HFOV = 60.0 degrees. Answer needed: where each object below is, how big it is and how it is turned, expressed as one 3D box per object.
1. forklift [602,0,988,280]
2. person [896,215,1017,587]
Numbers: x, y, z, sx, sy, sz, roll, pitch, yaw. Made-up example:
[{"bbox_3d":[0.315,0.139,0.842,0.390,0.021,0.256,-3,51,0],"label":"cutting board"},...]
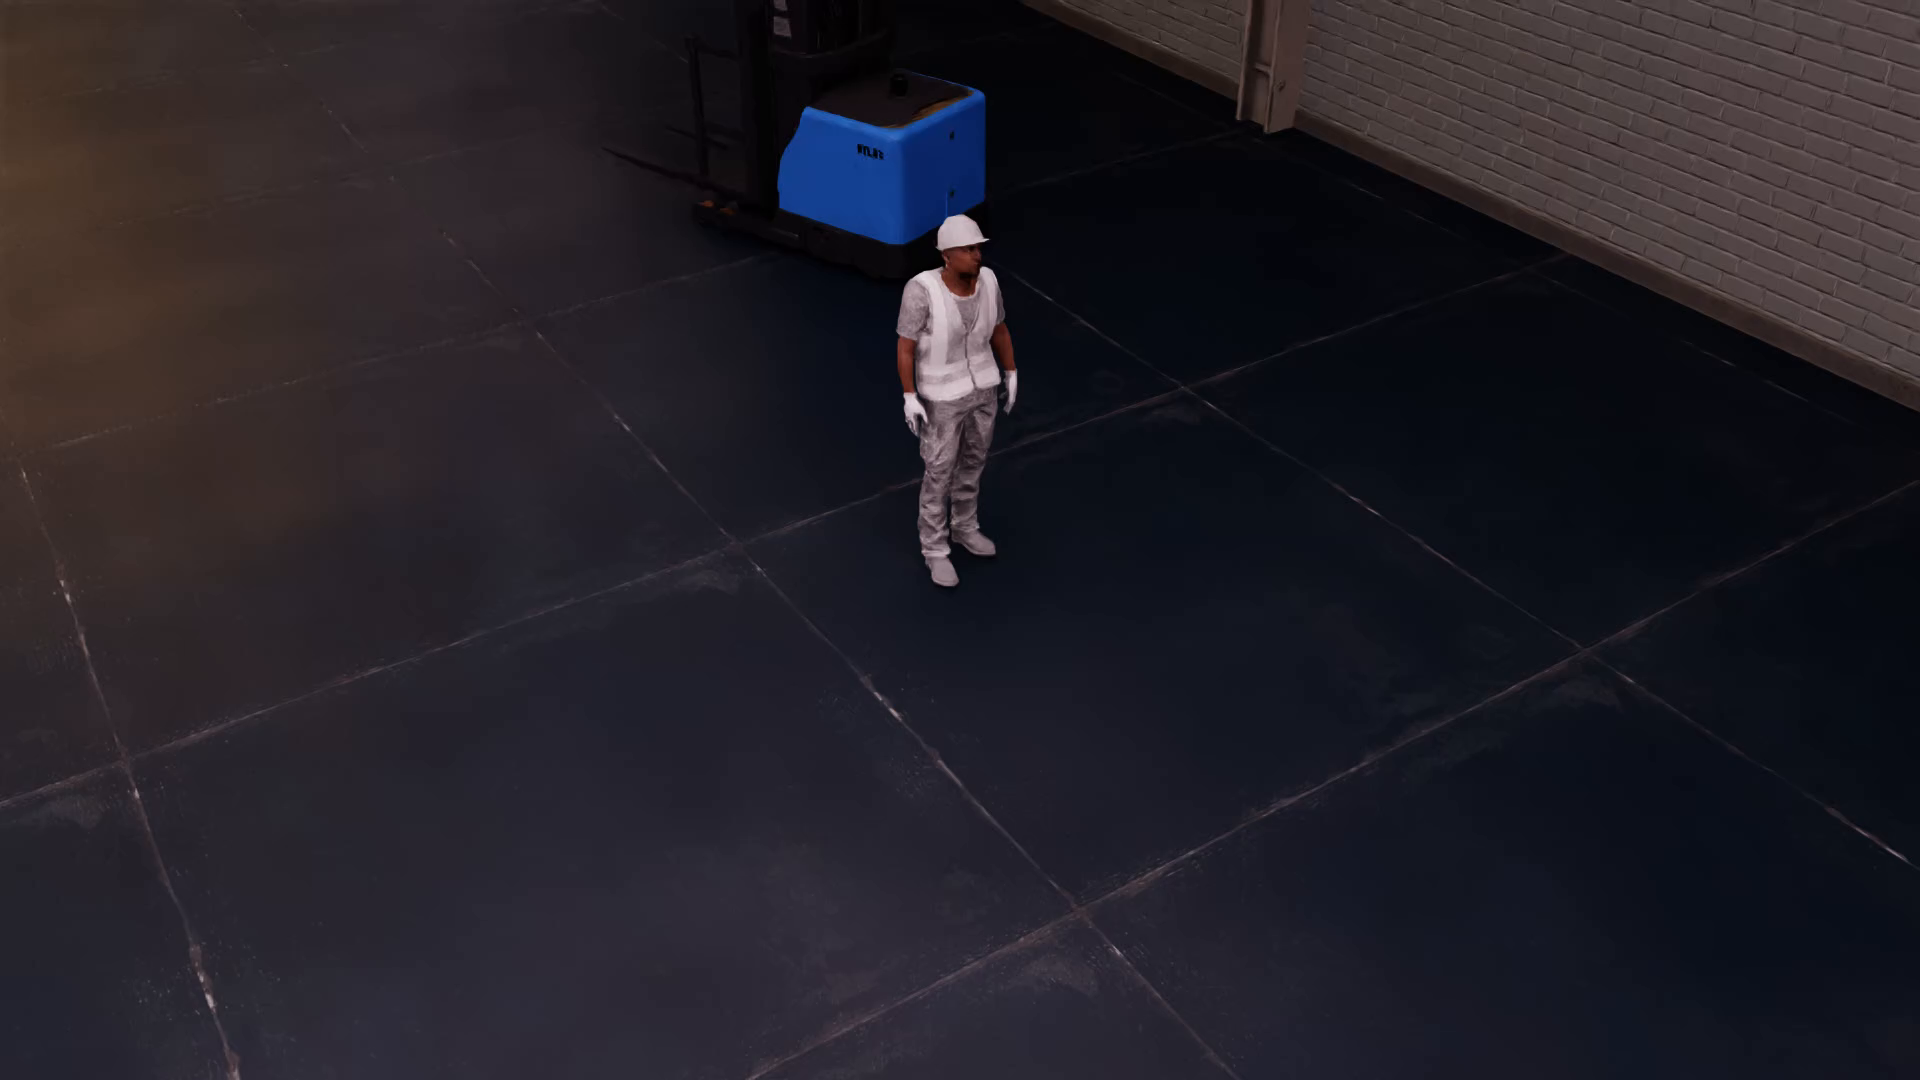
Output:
[{"bbox_3d":[-1.292,-3.610,11.286,3.031,2.935,1.130,23,41,29],"label":"forklift"},{"bbox_3d":[0.033,-0.698,8.128,0.655,1.782,0.576,-21,40,-27],"label":"person"}]
